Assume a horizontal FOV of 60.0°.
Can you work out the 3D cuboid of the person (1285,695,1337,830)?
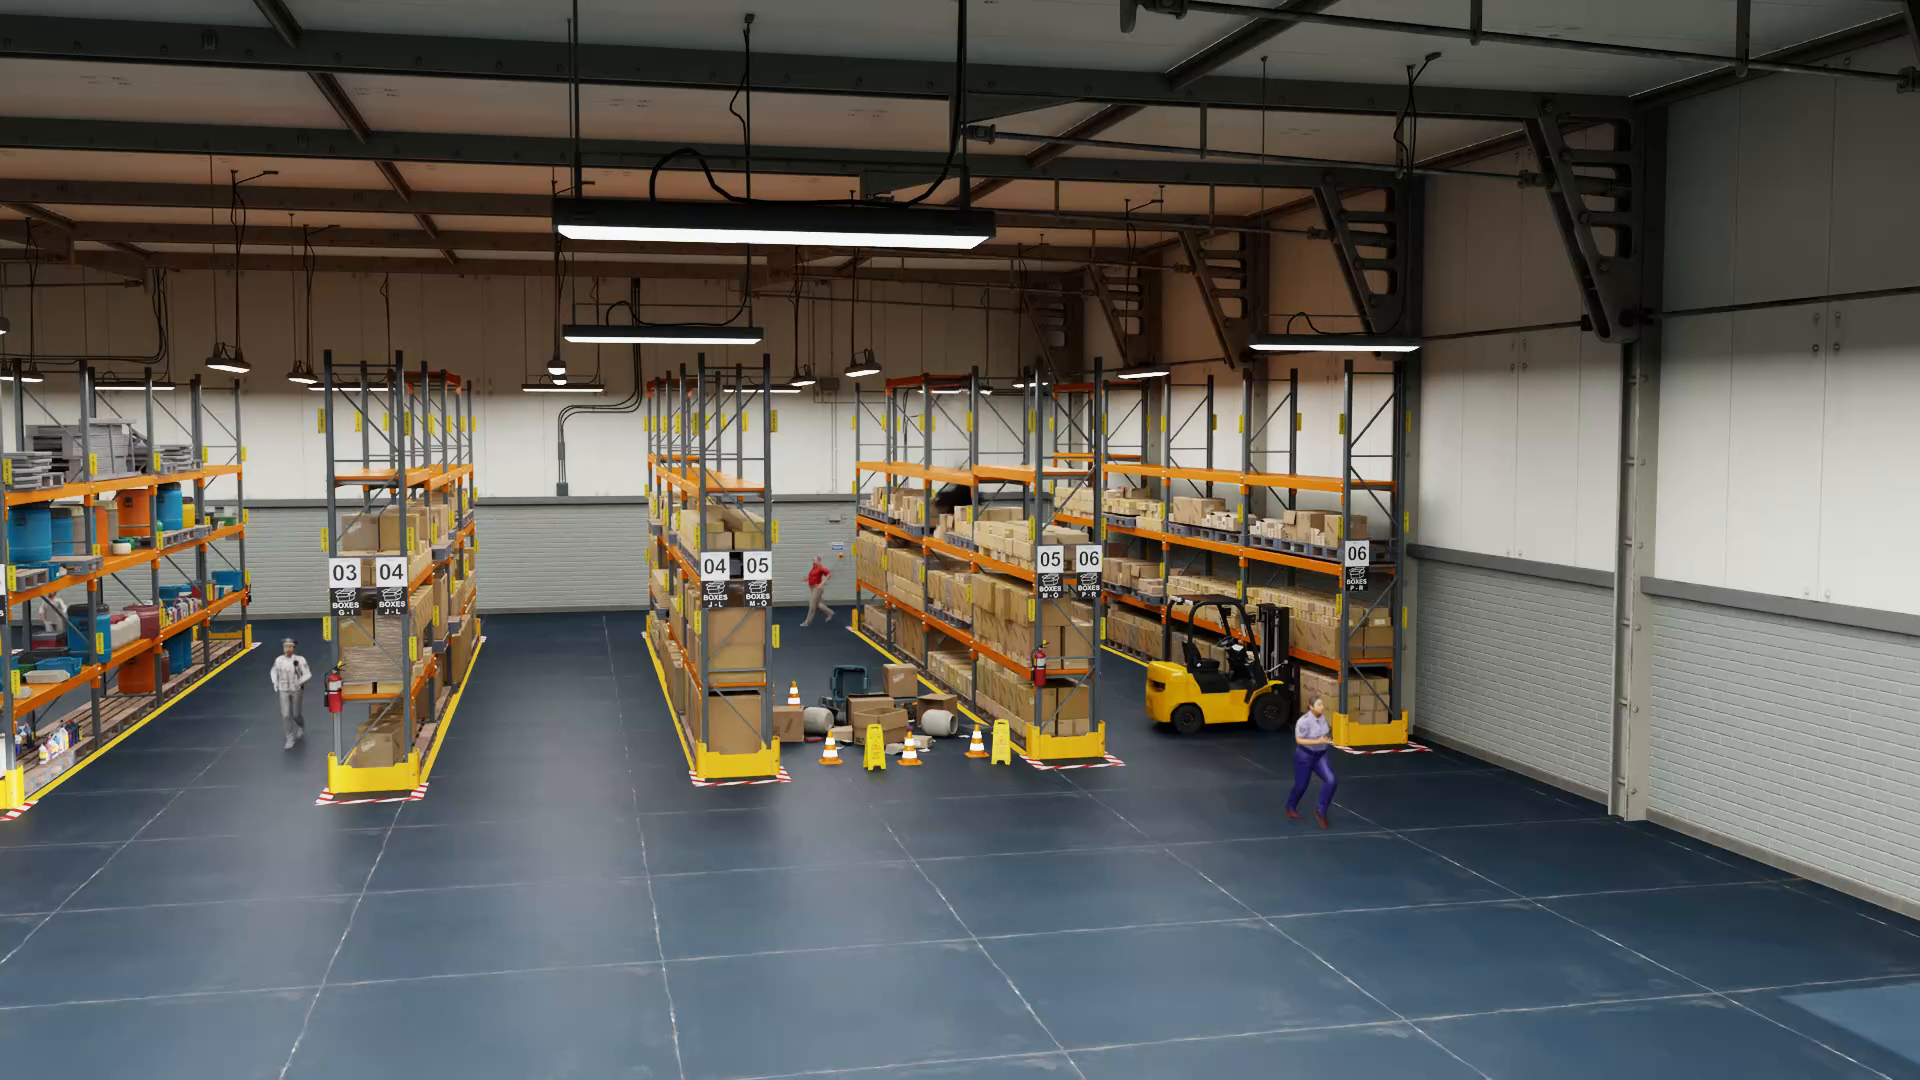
[{"bbox_3d":[4.361,2.751,20.731,0.627,1.676,0.819,-2,5,-31],"label":"person"}]

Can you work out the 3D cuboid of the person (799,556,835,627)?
[{"bbox_3d":[-3.541,1.260,41.244,0.973,1.729,0.662,-2,4,-24],"label":"person"}]

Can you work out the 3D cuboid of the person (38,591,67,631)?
[{"bbox_3d":[-19.241,1.780,35.278,0.550,1.565,0.626,-1,4,-17],"label":"person"}]

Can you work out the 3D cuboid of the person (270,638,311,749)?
[{"bbox_3d":[-10.449,2.360,25.959,0.624,1.692,0.728,-1,4,-11],"label":"person"}]
